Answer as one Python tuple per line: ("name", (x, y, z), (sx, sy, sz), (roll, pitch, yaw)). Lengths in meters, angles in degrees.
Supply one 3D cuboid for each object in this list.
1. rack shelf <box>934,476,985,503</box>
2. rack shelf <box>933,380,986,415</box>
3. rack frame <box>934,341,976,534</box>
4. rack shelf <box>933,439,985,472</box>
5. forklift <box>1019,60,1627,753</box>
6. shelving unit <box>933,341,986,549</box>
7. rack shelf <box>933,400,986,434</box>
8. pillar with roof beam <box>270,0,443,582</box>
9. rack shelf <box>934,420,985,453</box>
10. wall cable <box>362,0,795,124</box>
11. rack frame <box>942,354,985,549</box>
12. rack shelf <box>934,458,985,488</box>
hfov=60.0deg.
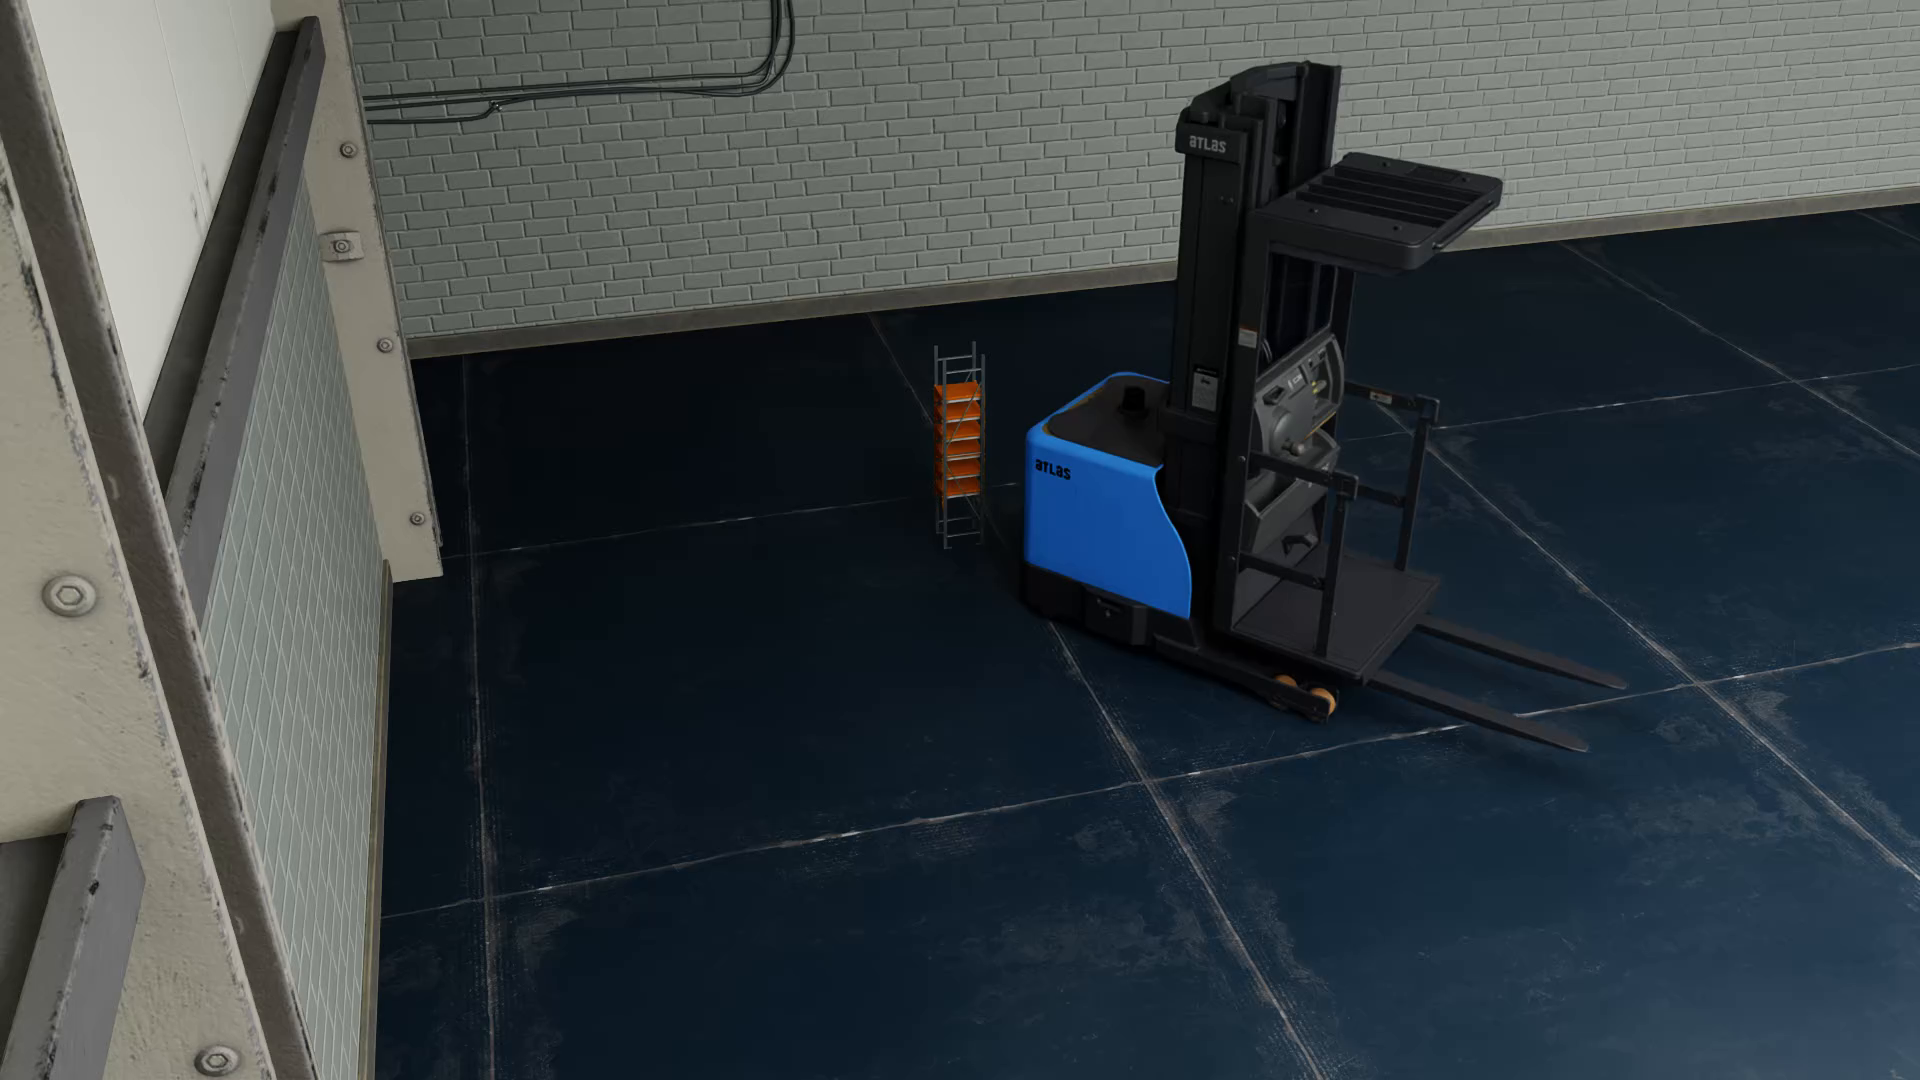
("rack shelf", (-0.004, -0.280, 9.604), (0.258, 0.103, 0.180), (-8, 31, -13))
("rack shelf", (-0.004, -0.799, 9.303), (0.258, 0.103, 0.180), (-8, 31, -13))
("rack frame", (-0.028, -0.570, 9.538), (0.240, 1.200, 0.006), (-8, 31, -13))
("rack shelf", (-0.004, -0.488, 9.484), (0.258, 0.103, 0.180), (-8, 31, -13))
("forklift", (1.822, -0.675, 7.991), (3.031, 2.935, 1.130), (19, 35, 30))
("shelving unit", (-0.004, -0.526, 9.462), (0.258, 1.200, 0.189), (-8, 31, -13))
("rack shelf", (-0.004, -0.696, 9.364), (0.258, 0.103, 0.180), (-8, 31, -13))
("pillar with roof beam", (1.026, -4.341, 8.266), (9.100, 9.000, 0.400), (-8, 31, -13))
("rack shelf", (-0.004, -0.592, 9.424), (0.258, 0.103, 0.180), (-8, 31, -13))
("wall cable", (-2.632, -4.023, 10.817), (3.097, 2.526, 0.112), (-8, 31, -13))
("rack frame", (0.020, -0.482, 9.385), (0.240, 1.200, 0.006), (-8, 31, -13))
("rack shelf", (-0.004, -0.384, 9.544), (0.258, 0.103, 0.180), (-8, 31, -13))
